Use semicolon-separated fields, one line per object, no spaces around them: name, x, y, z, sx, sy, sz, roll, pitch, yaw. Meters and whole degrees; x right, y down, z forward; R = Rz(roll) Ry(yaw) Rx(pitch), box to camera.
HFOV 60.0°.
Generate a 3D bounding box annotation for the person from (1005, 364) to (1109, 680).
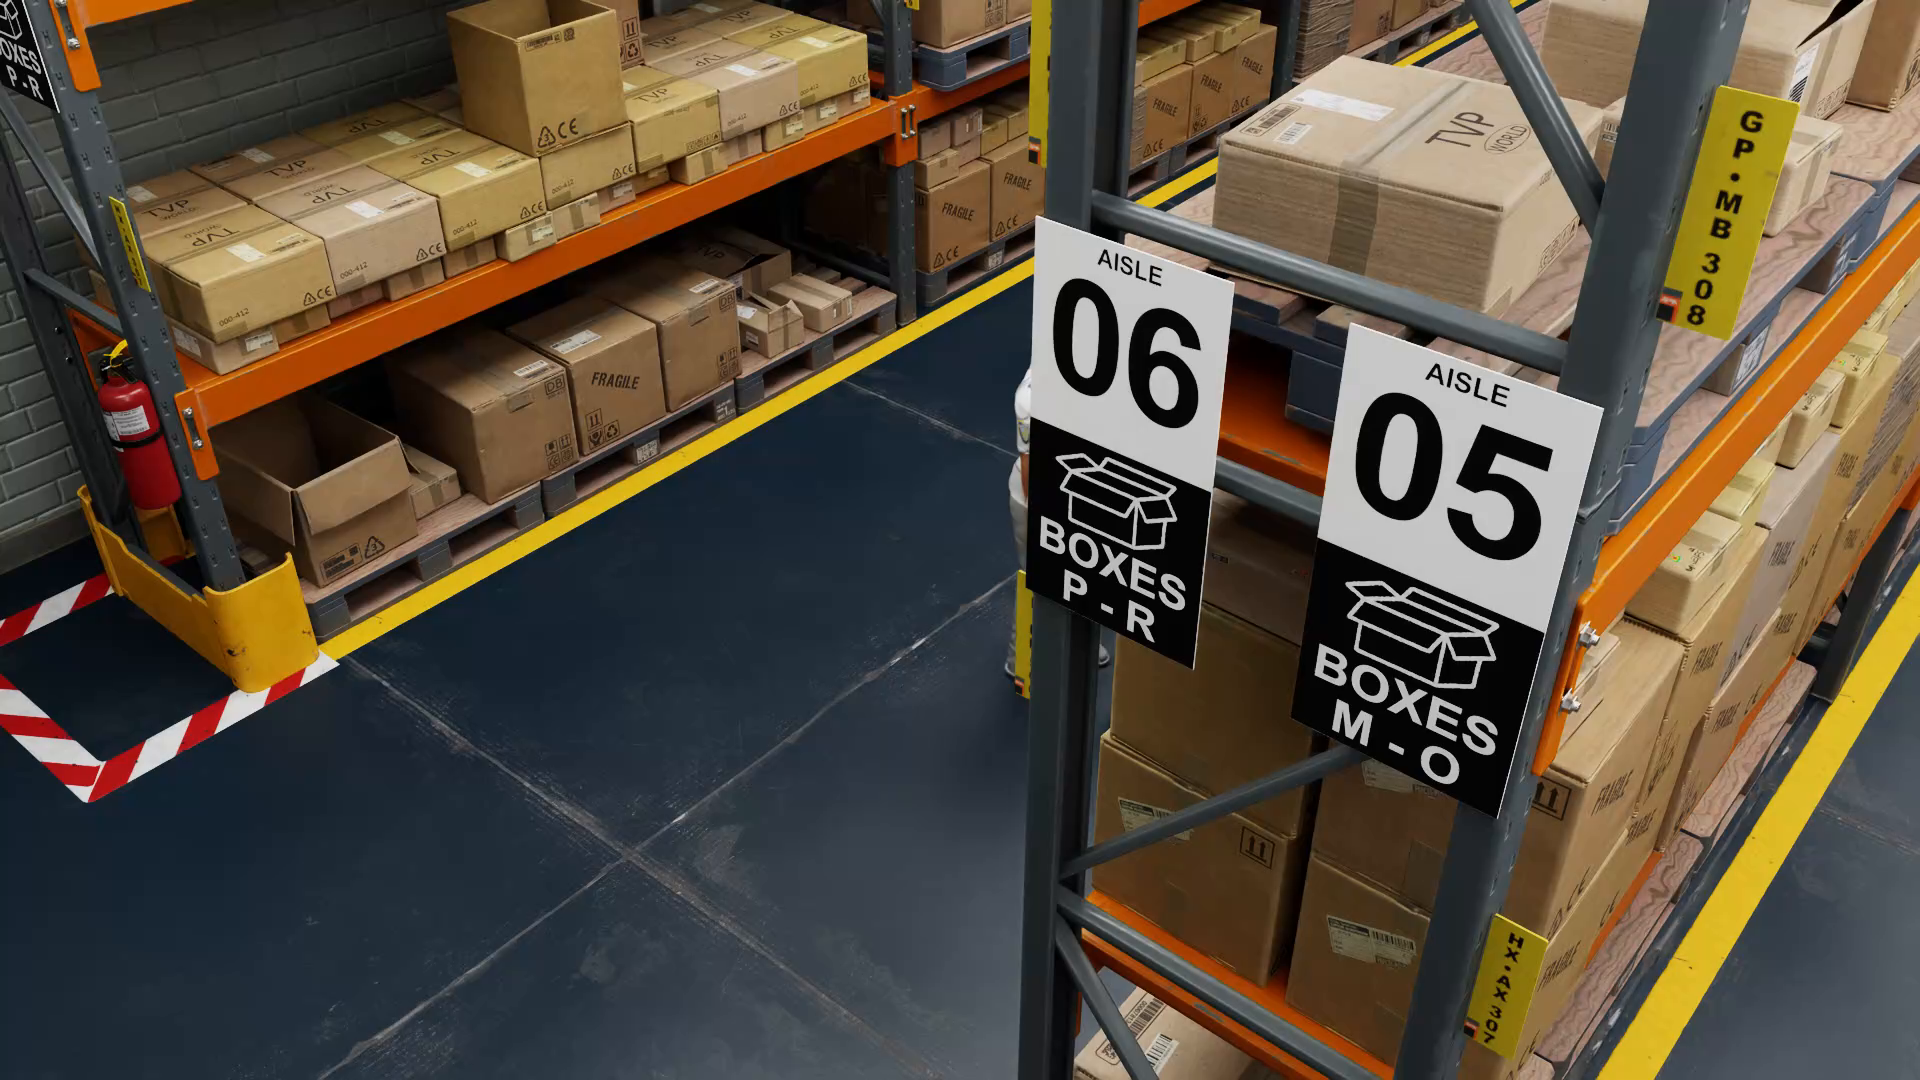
person;0.418;-0.158;6.375;0.391;1.662;0.469;27;43;33
